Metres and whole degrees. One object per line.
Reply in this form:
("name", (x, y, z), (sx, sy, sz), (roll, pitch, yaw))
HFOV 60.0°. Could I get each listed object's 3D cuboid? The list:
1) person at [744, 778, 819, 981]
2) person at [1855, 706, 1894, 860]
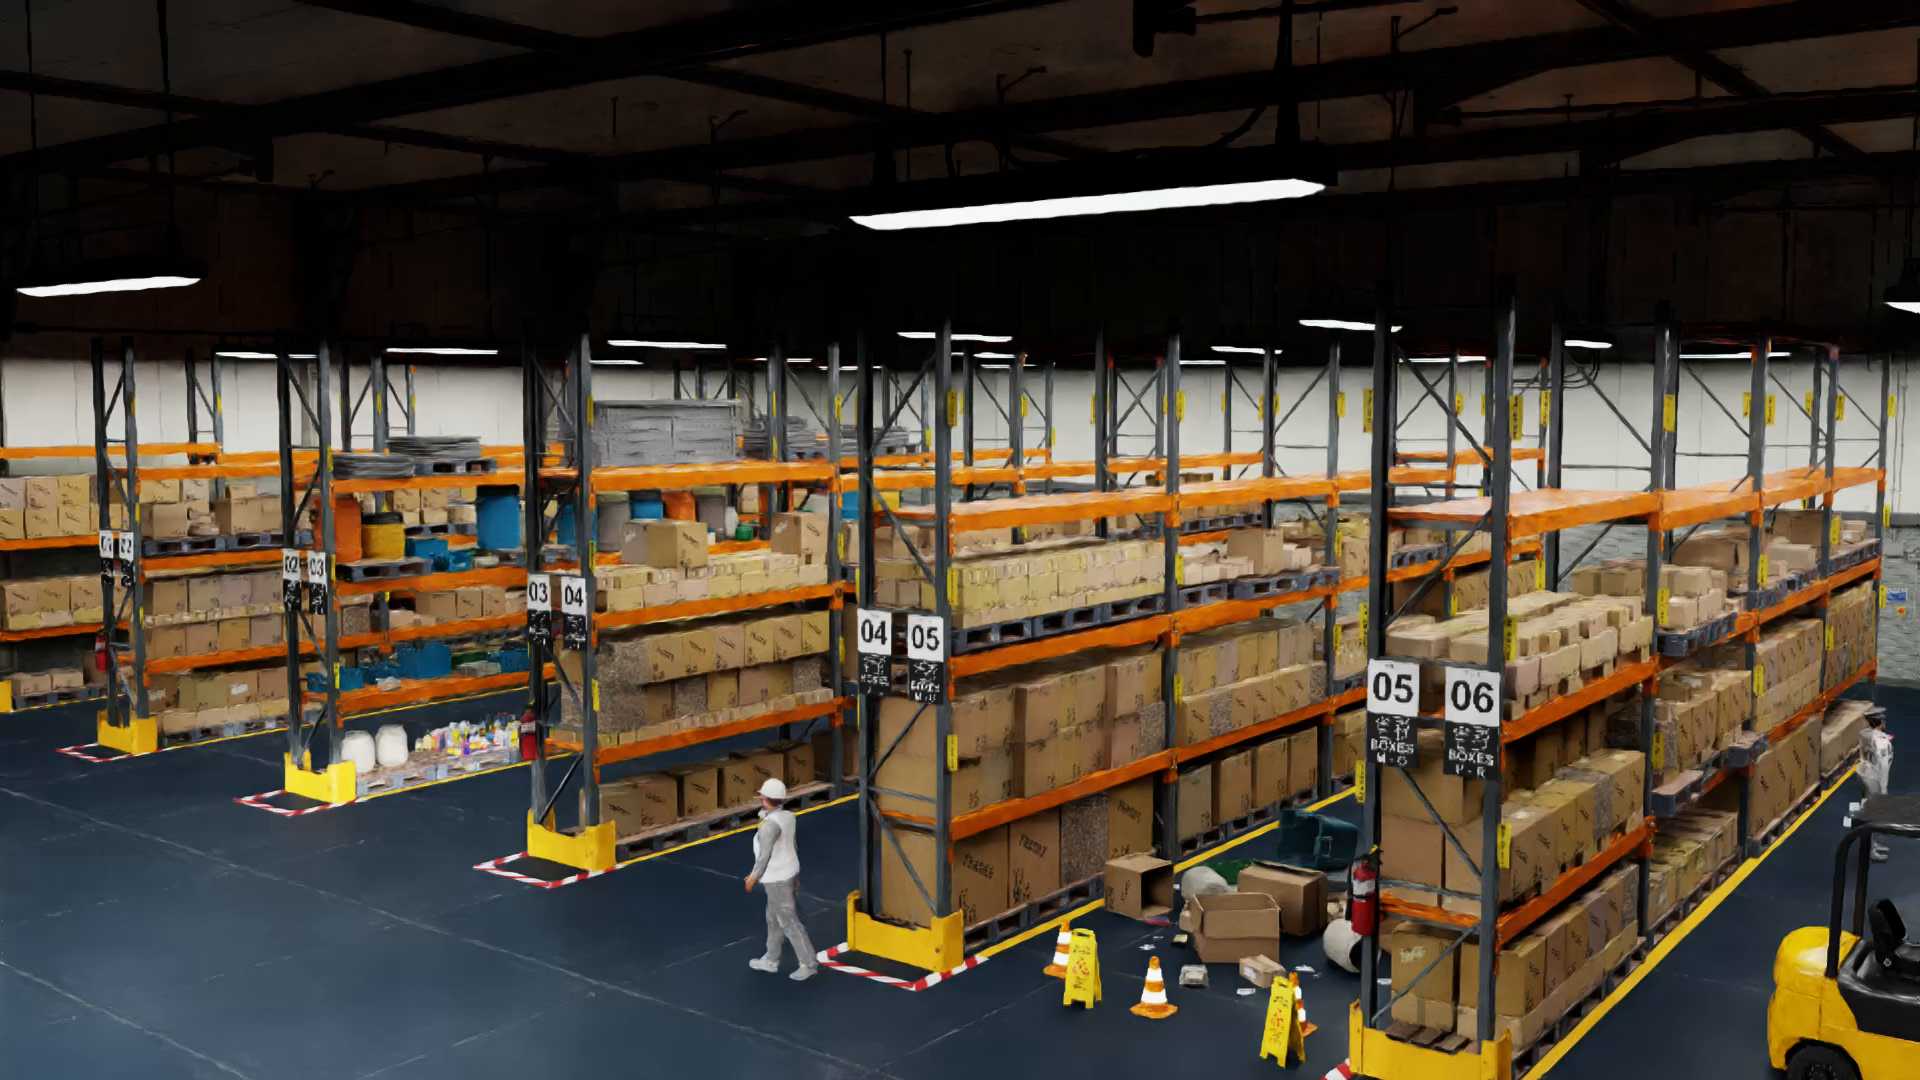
("person", (-1.590, 3.004, 14.801), (0.700, 1.769, 0.552), (1, 5, 11))
("person", (10.250, 2.698, 18.597), (0.409, 1.677, 0.532), (0, 5, 6))
